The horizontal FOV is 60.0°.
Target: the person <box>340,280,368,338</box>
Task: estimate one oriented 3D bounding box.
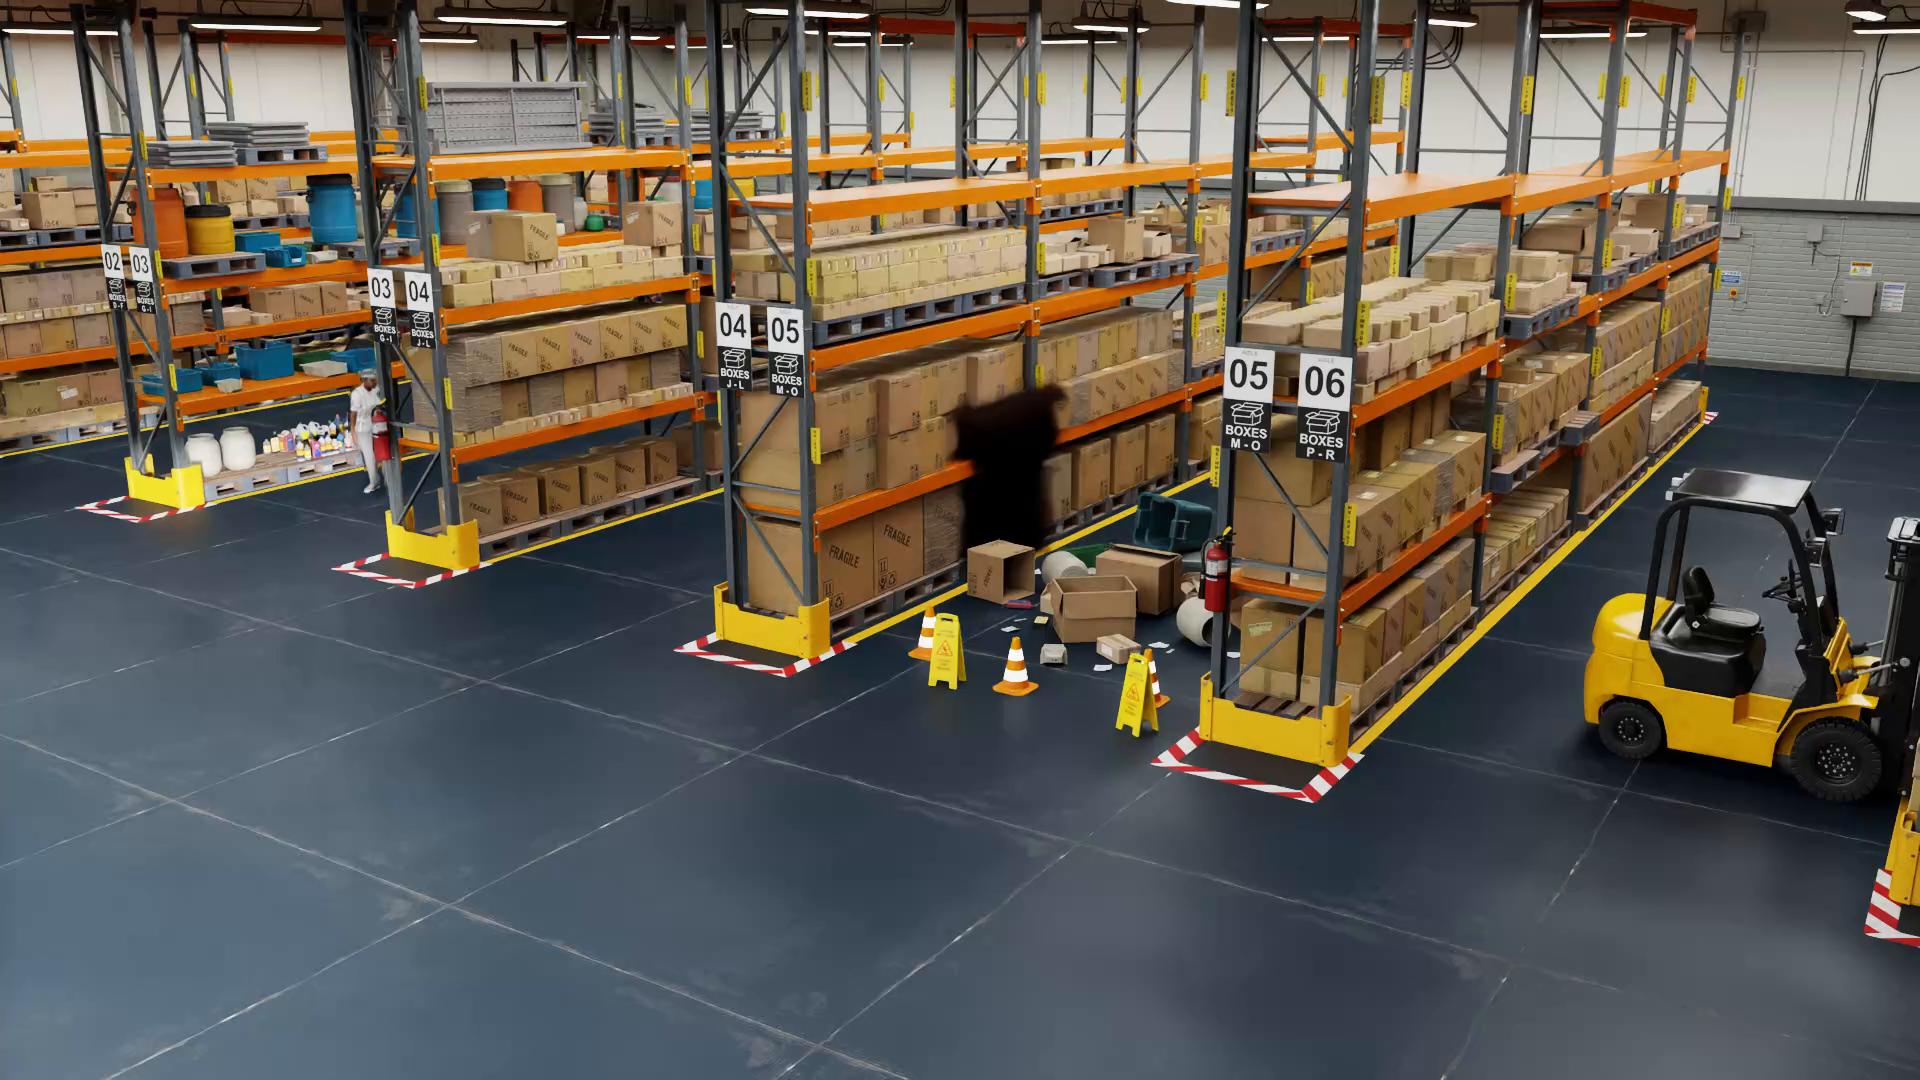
[{"bbox_3d":[-11.242,-4.079,30.965,0.381,1.550,0.865,11,19,35],"label":"person"}]

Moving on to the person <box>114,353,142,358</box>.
[{"bbox_3d":[-13.599,-3.031,27.047,0.523,1.687,0.390,-5,16,-18],"label":"person"}]

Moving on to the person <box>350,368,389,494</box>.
[{"bbox_3d":[-7.487,-1.386,21.155,0.508,1.643,0.608,-7,17,-23],"label":"person"}]
